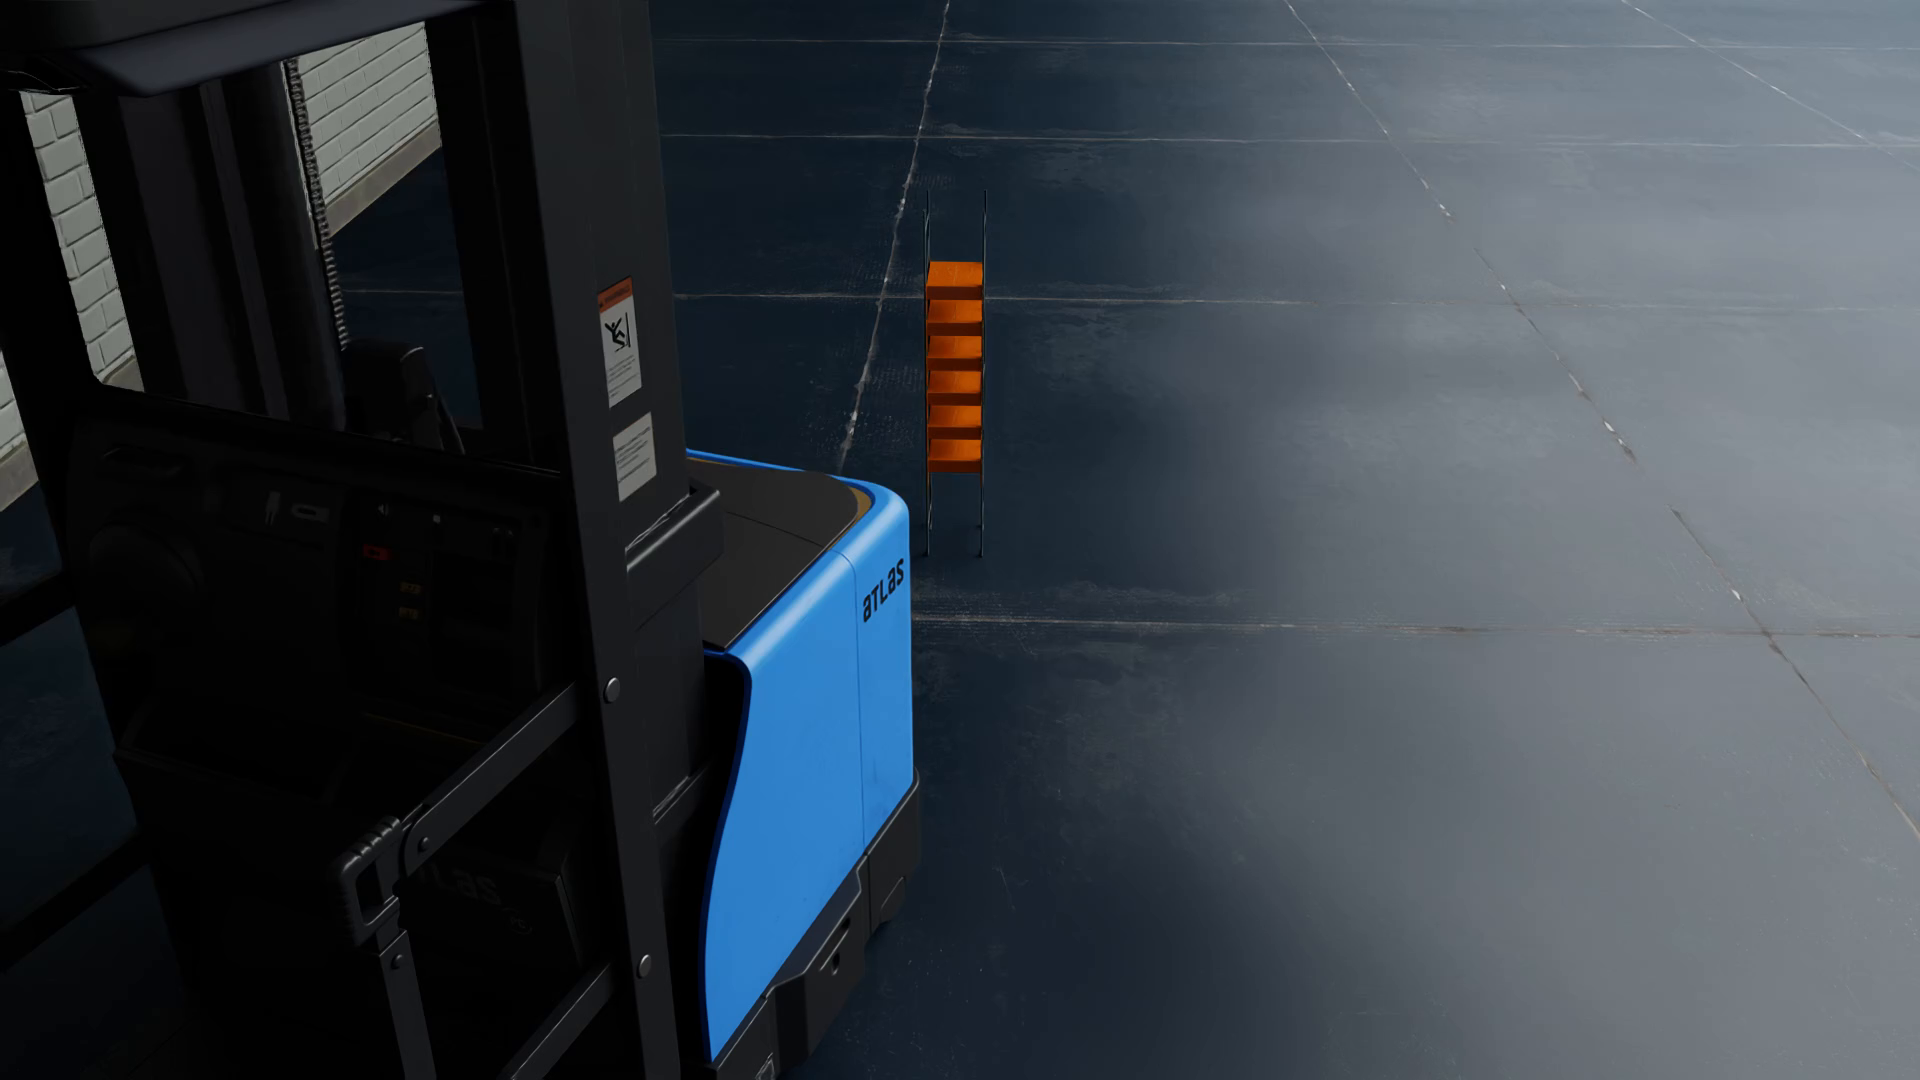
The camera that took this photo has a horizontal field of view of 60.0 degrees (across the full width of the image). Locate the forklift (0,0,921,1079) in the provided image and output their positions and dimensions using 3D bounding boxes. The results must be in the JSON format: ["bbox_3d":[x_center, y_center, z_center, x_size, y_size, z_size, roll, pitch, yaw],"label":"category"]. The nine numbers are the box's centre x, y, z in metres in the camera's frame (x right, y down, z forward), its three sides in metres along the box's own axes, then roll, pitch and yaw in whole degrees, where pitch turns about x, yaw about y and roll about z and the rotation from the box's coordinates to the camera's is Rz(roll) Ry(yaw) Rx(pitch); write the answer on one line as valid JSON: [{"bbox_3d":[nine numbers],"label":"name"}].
[{"bbox_3d":[-1.121,0.091,2.449,1.130,2.935,3.031,11,30,19],"label":"forklift"}]

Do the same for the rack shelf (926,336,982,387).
[{"bbox_3d":[-0.014,-0.597,5.434,0.180,0.103,0.258,1,28,2],"label":"rack shelf"}]

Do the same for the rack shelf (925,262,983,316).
[{"bbox_3d":[-0.014,-0.809,5.322,0.180,0.103,0.258,1,28,2],"label":"rack shelf"}]

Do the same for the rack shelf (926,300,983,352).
[{"bbox_3d":[-0.014,-0.703,5.378,0.180,0.103,0.258,1,28,2],"label":"rack shelf"}]

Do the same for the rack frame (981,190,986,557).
[{"bbox_3d":[0.077,-0.529,5.467,0.006,1.200,0.240,1,28,2],"label":"rack frame"}]

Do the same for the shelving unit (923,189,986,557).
[{"bbox_3d":[-0.014,-0.530,5.469,0.189,1.200,0.258,1,28,2],"label":"shelving unit"}]

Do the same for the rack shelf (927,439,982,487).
[{"bbox_3d":[-0.014,-0.279,5.603,0.180,0.103,0.258,1,28,2],"label":"rack shelf"}]

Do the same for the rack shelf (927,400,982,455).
[{"bbox_3d":[-0.014,-0.385,5.546,0.180,0.103,0.258,1,28,2],"label":"rack shelf"}]

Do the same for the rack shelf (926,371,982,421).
[{"bbox_3d":[-0.014,-0.491,5.490,0.180,0.103,0.258,1,28,2],"label":"rack shelf"}]

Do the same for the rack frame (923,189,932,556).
[{"bbox_3d":[-0.106,-0.532,5.472,0.006,1.200,0.240,1,28,2],"label":"rack frame"}]
